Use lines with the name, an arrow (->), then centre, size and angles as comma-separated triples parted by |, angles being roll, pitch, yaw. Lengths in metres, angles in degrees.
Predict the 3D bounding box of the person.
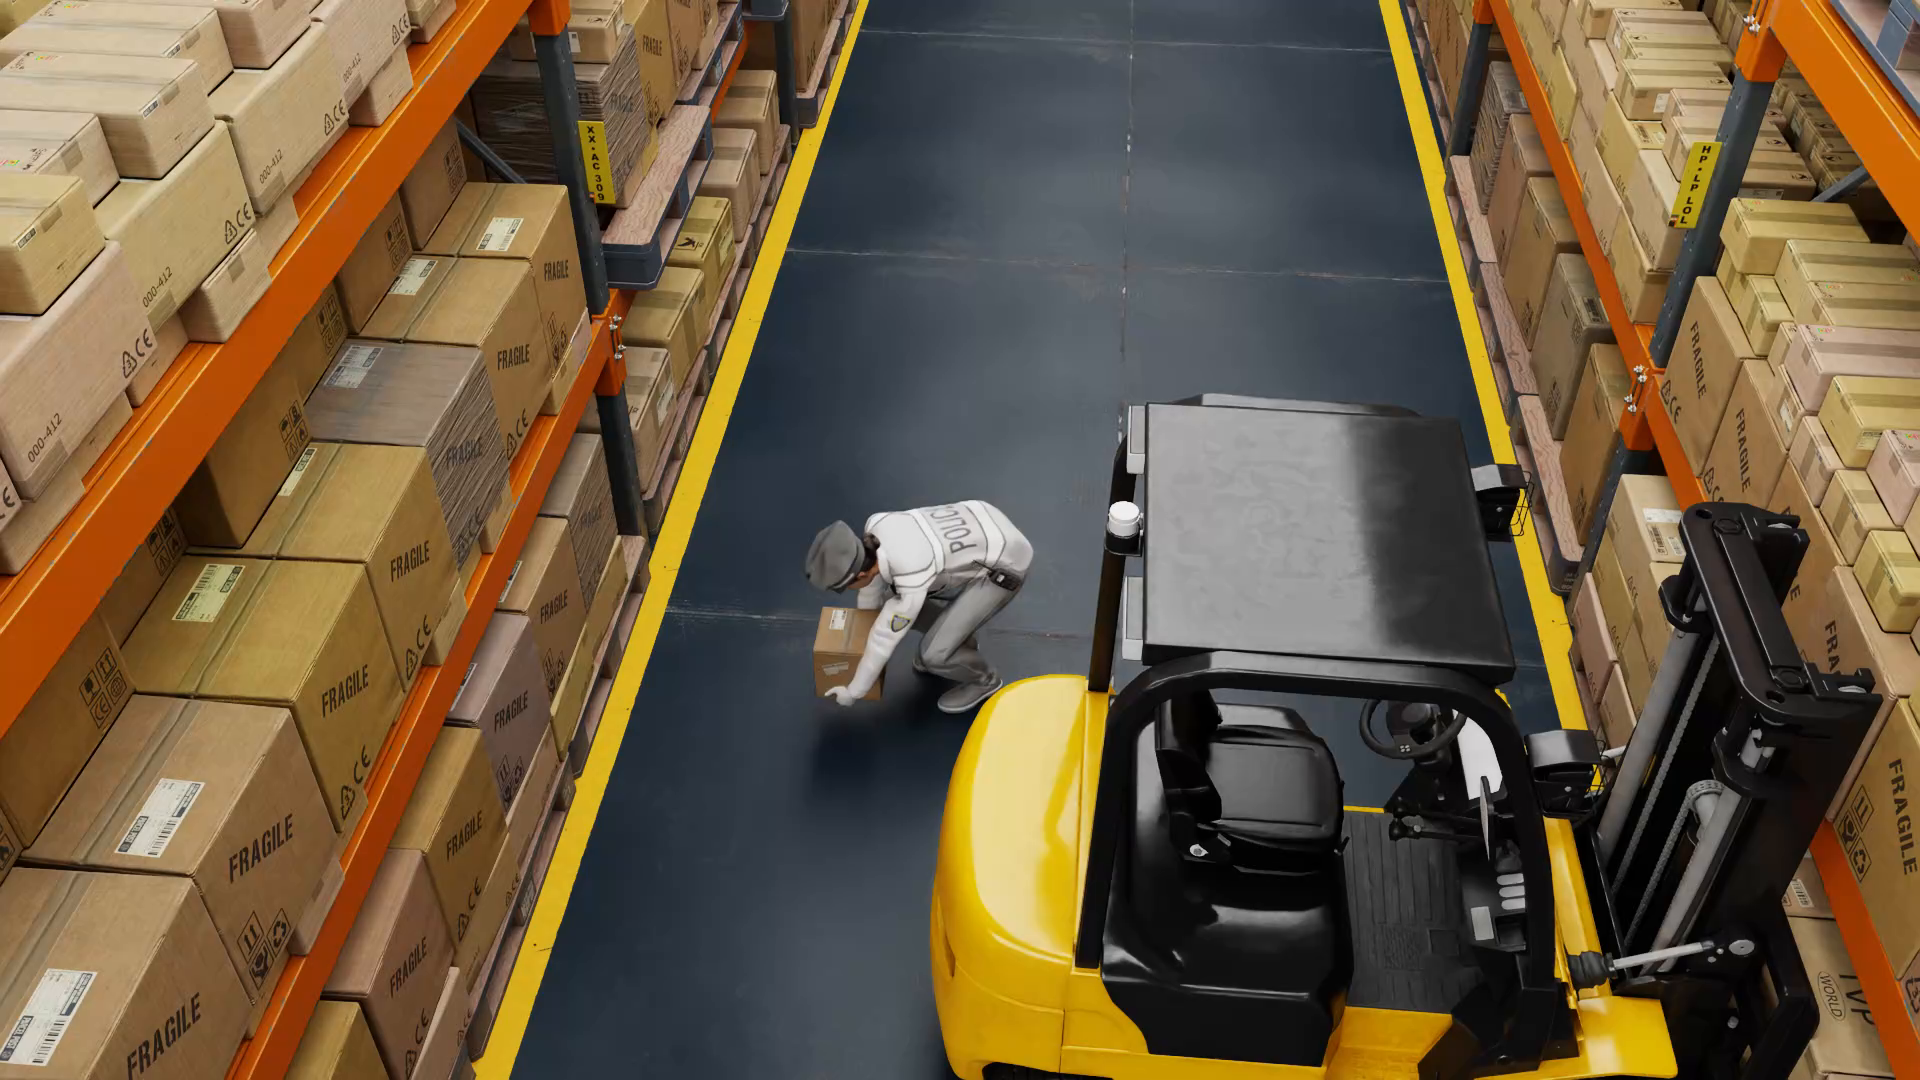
person -> -0.162, 0.244, 6.405 | 0.893, 0.978, 0.467 | -18, 43, -20
